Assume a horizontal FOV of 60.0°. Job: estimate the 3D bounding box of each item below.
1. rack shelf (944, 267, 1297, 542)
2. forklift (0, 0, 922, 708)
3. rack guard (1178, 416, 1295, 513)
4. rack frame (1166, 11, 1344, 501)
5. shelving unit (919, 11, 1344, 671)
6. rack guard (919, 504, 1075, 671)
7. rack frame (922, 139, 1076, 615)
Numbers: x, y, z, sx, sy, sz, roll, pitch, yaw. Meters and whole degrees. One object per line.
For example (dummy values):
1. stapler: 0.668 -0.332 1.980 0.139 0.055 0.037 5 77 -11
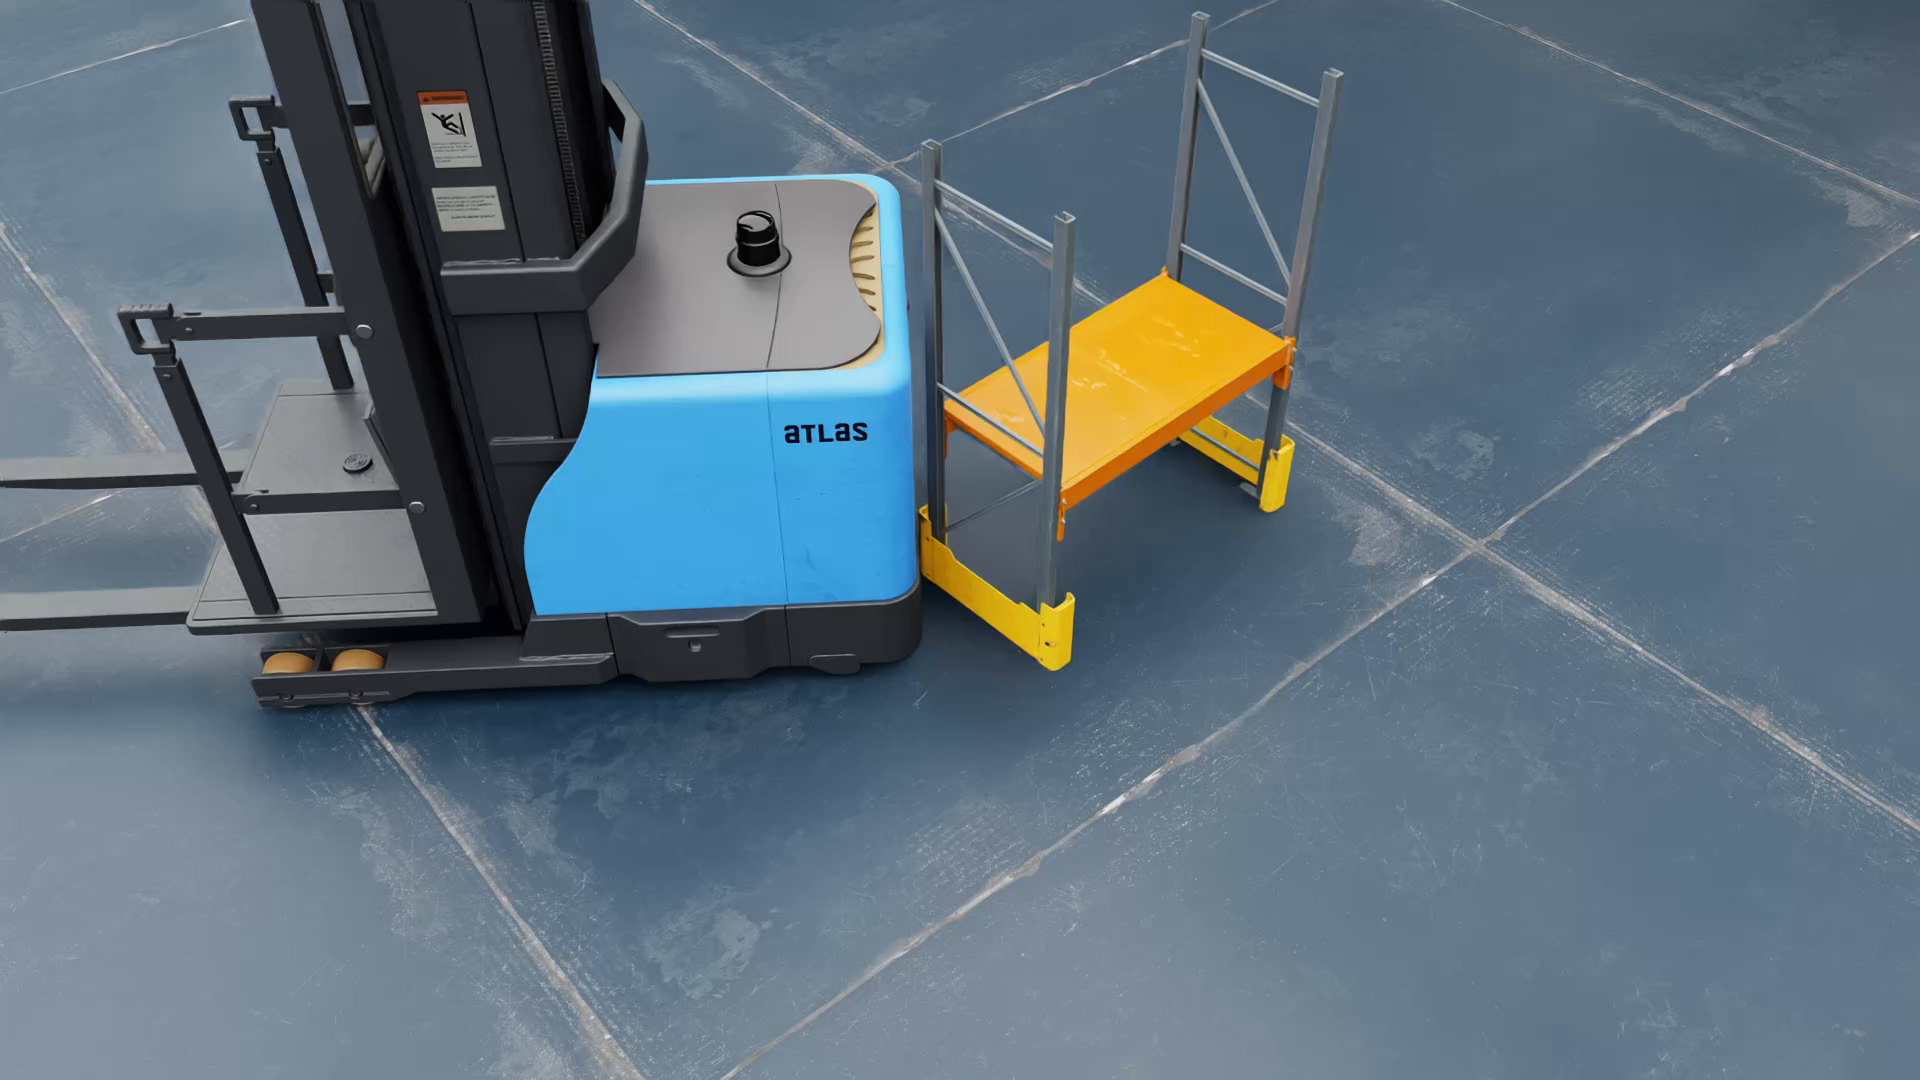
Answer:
1. rack shelf: 0.456 -0.424 4.869 1.000 0.185 0.538 -33 52 -30
2. forklift: -1.649 -0.965 4.136 3.031 2.935 1.130 -2 43 -3
3. rack guard: 0.824 -0.338 5.428 0.087 0.250 0.587 -33 52 -30
4. rack frame: 0.825 -0.795 5.001 0.032 1.500 0.500 -33 52 -30
5. shelving unit: 0.463 -0.559 4.750 1.083 1.500 0.587 -33 52 -30
6. rack guard: 0.101 0.131 4.928 0.087 0.250 0.587 -33 52 -30
7. rack frame: 0.087 -0.316 4.491 0.032 1.500 0.500 -33 52 -30
